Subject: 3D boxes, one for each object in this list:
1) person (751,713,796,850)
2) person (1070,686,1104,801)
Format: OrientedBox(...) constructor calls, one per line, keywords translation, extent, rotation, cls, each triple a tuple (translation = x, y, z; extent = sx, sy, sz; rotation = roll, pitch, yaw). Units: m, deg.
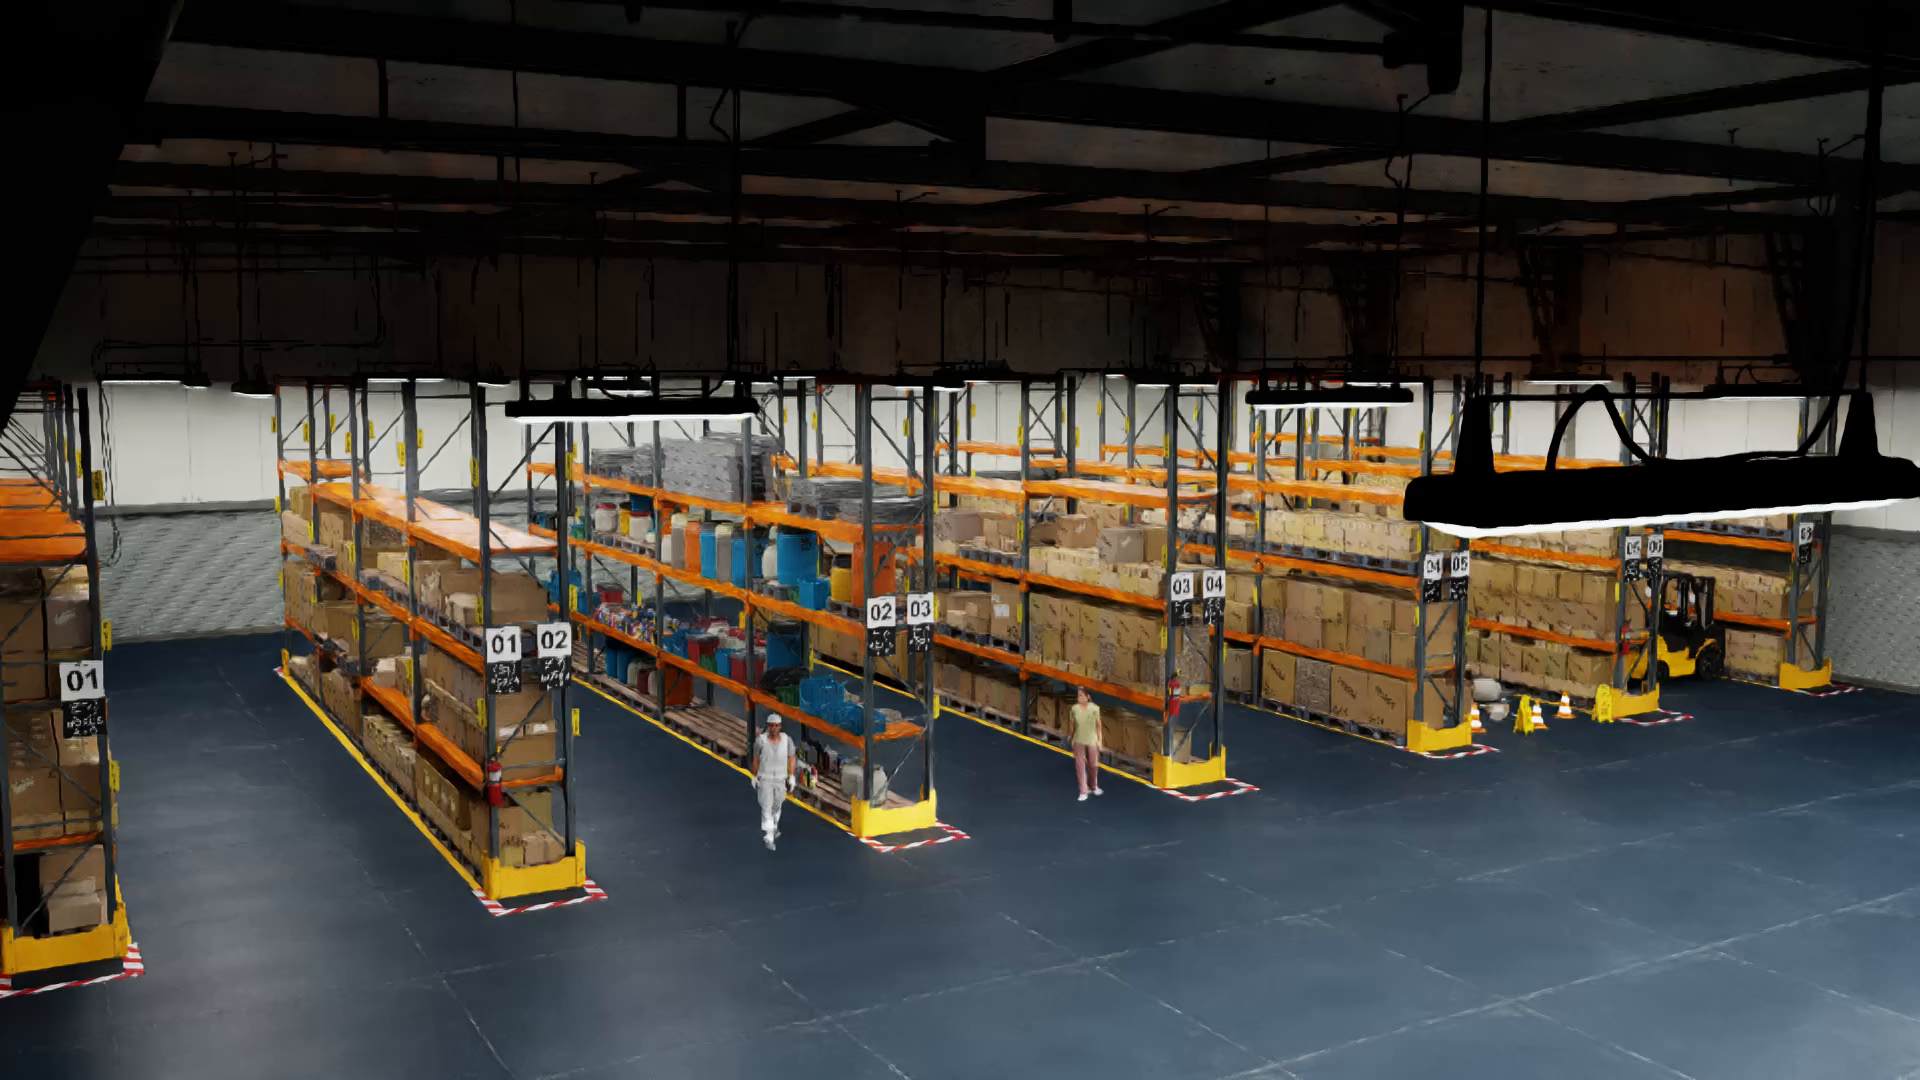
OrientedBox(translation=(-2.401, 3.095, 21.602), extent=(0.535, 1.725, 1.024), rotation=(-2, 7, -20), cls="person")
OrientedBox(translation=(1.826, 2.896, 23.947), extent=(0.503, 1.658, 0.565), rotation=(1, 6, 7), cls="person")
